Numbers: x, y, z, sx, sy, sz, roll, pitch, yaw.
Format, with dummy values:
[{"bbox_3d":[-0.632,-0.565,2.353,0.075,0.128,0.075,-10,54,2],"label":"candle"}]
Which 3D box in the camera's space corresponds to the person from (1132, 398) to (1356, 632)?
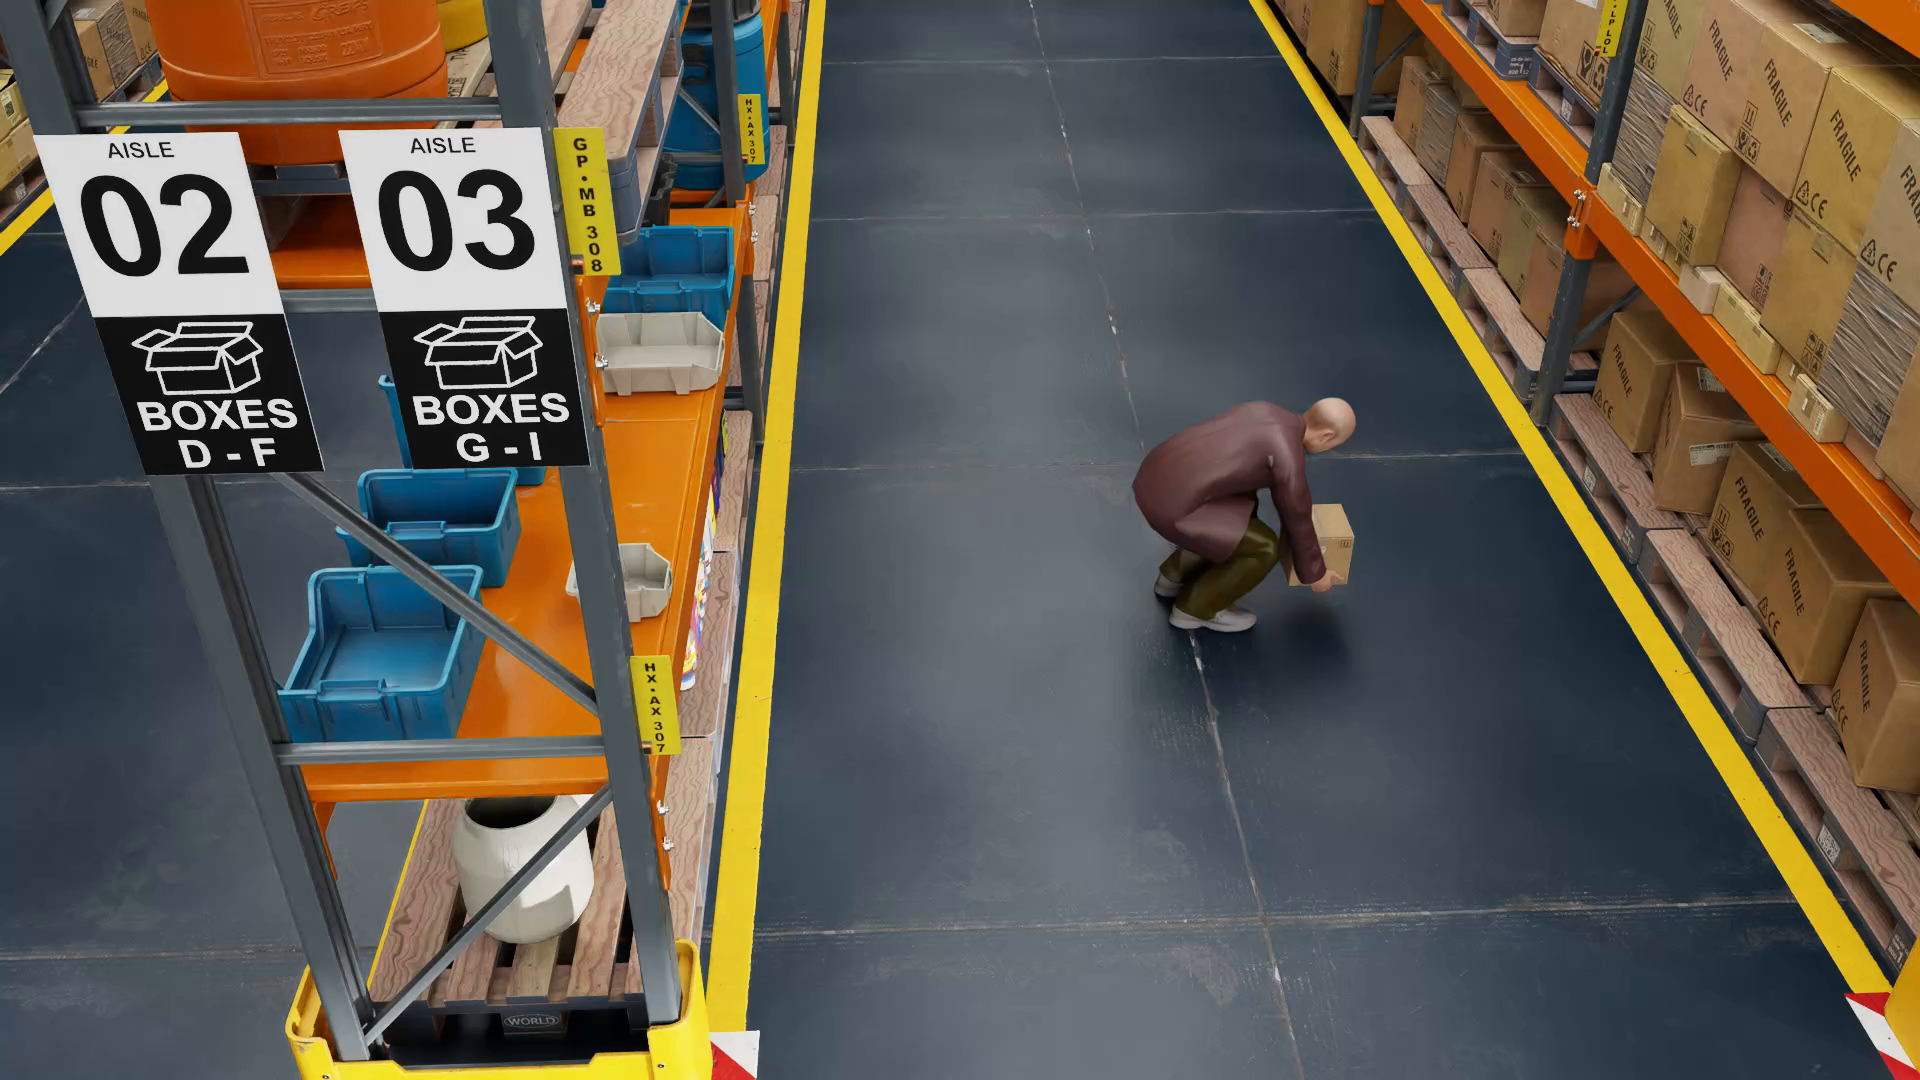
[{"bbox_3d":[1.174,-0.121,7.006,0.910,1.011,0.585,-2,35,-3],"label":"person"}]
